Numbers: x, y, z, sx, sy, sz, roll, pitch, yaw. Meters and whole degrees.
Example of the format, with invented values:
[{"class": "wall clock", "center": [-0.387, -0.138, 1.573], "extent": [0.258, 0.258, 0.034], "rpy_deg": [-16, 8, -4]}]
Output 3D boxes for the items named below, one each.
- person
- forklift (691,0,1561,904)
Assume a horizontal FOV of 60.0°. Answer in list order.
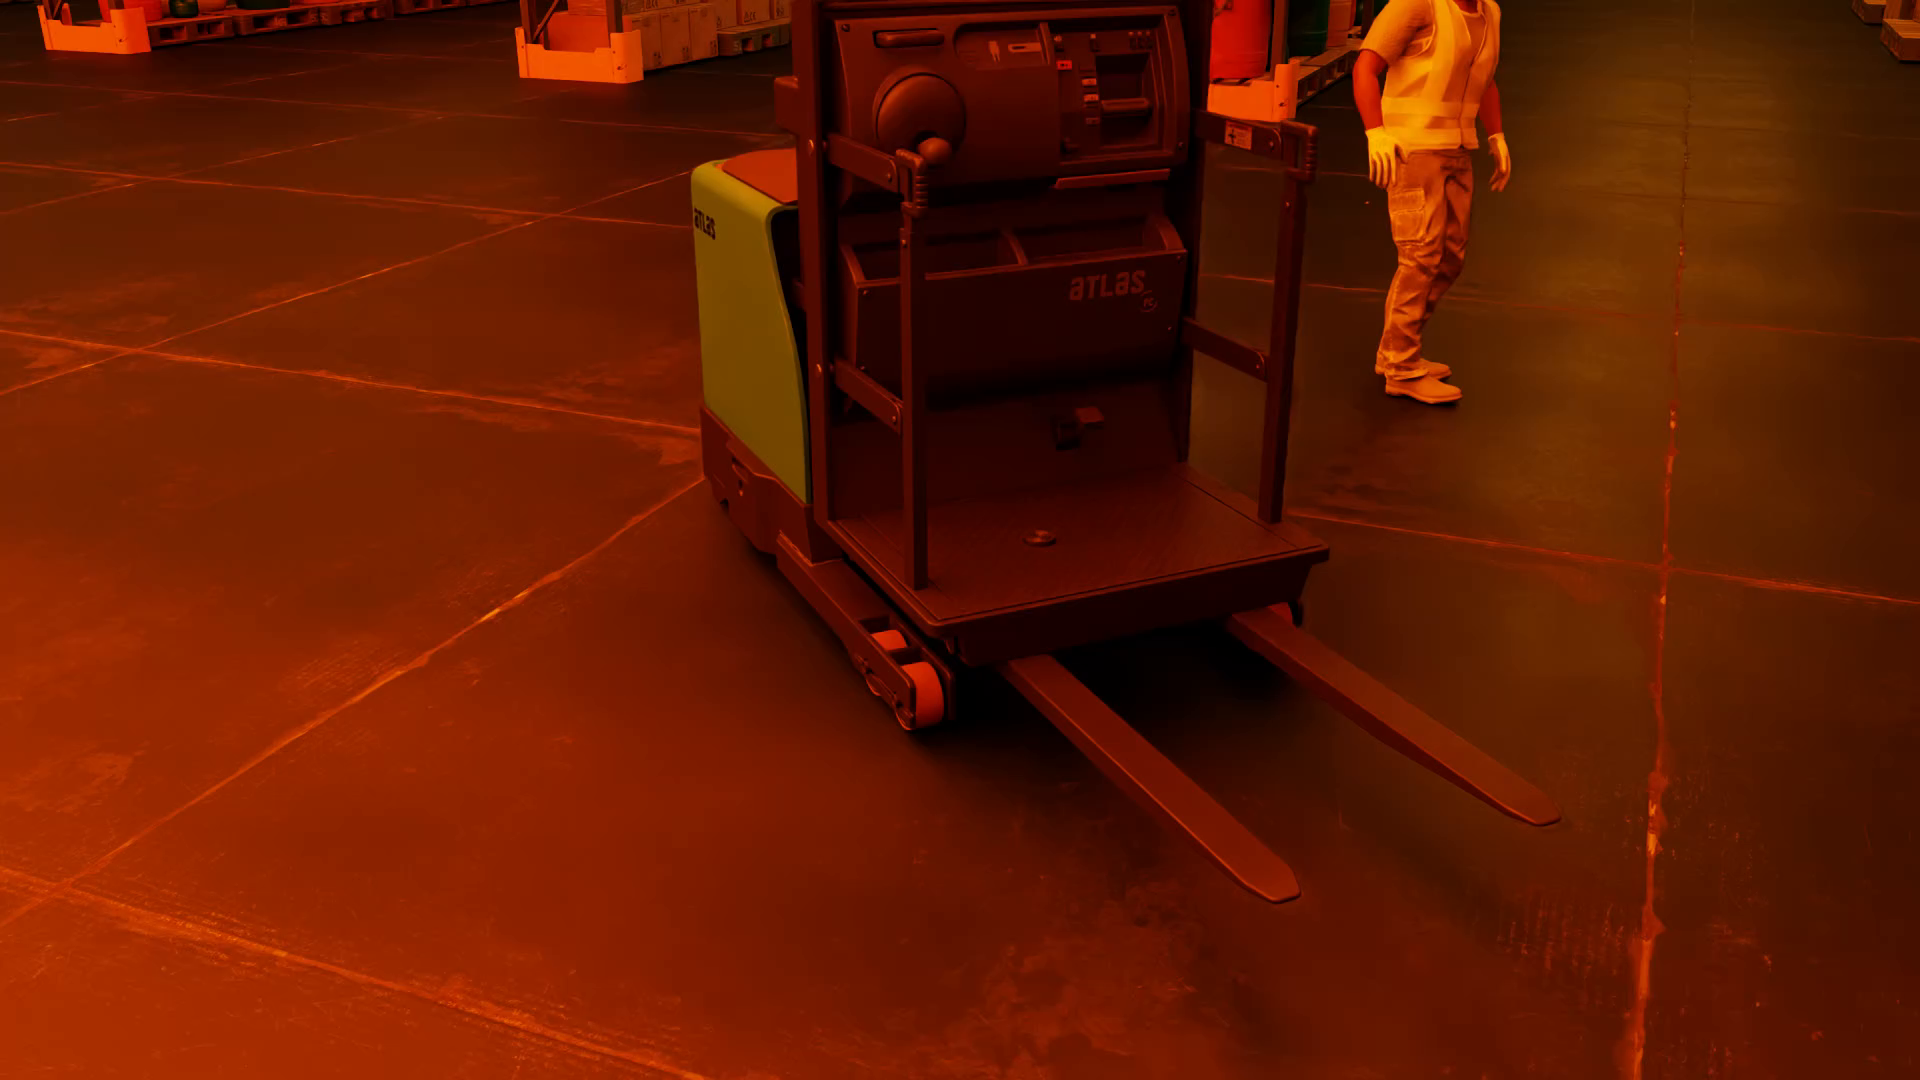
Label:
[{"class": "person", "center": [1.824, -1.424, 6.219], "extent": [0.786, 1.761, 0.514], "rpy_deg": [-20, 30, -39]}, {"class": "forklift", "center": [0.235, -1.084, 3.886], "extent": [1.130, 2.935, 3.031], "rpy_deg": [-10, 25, -23]}]
